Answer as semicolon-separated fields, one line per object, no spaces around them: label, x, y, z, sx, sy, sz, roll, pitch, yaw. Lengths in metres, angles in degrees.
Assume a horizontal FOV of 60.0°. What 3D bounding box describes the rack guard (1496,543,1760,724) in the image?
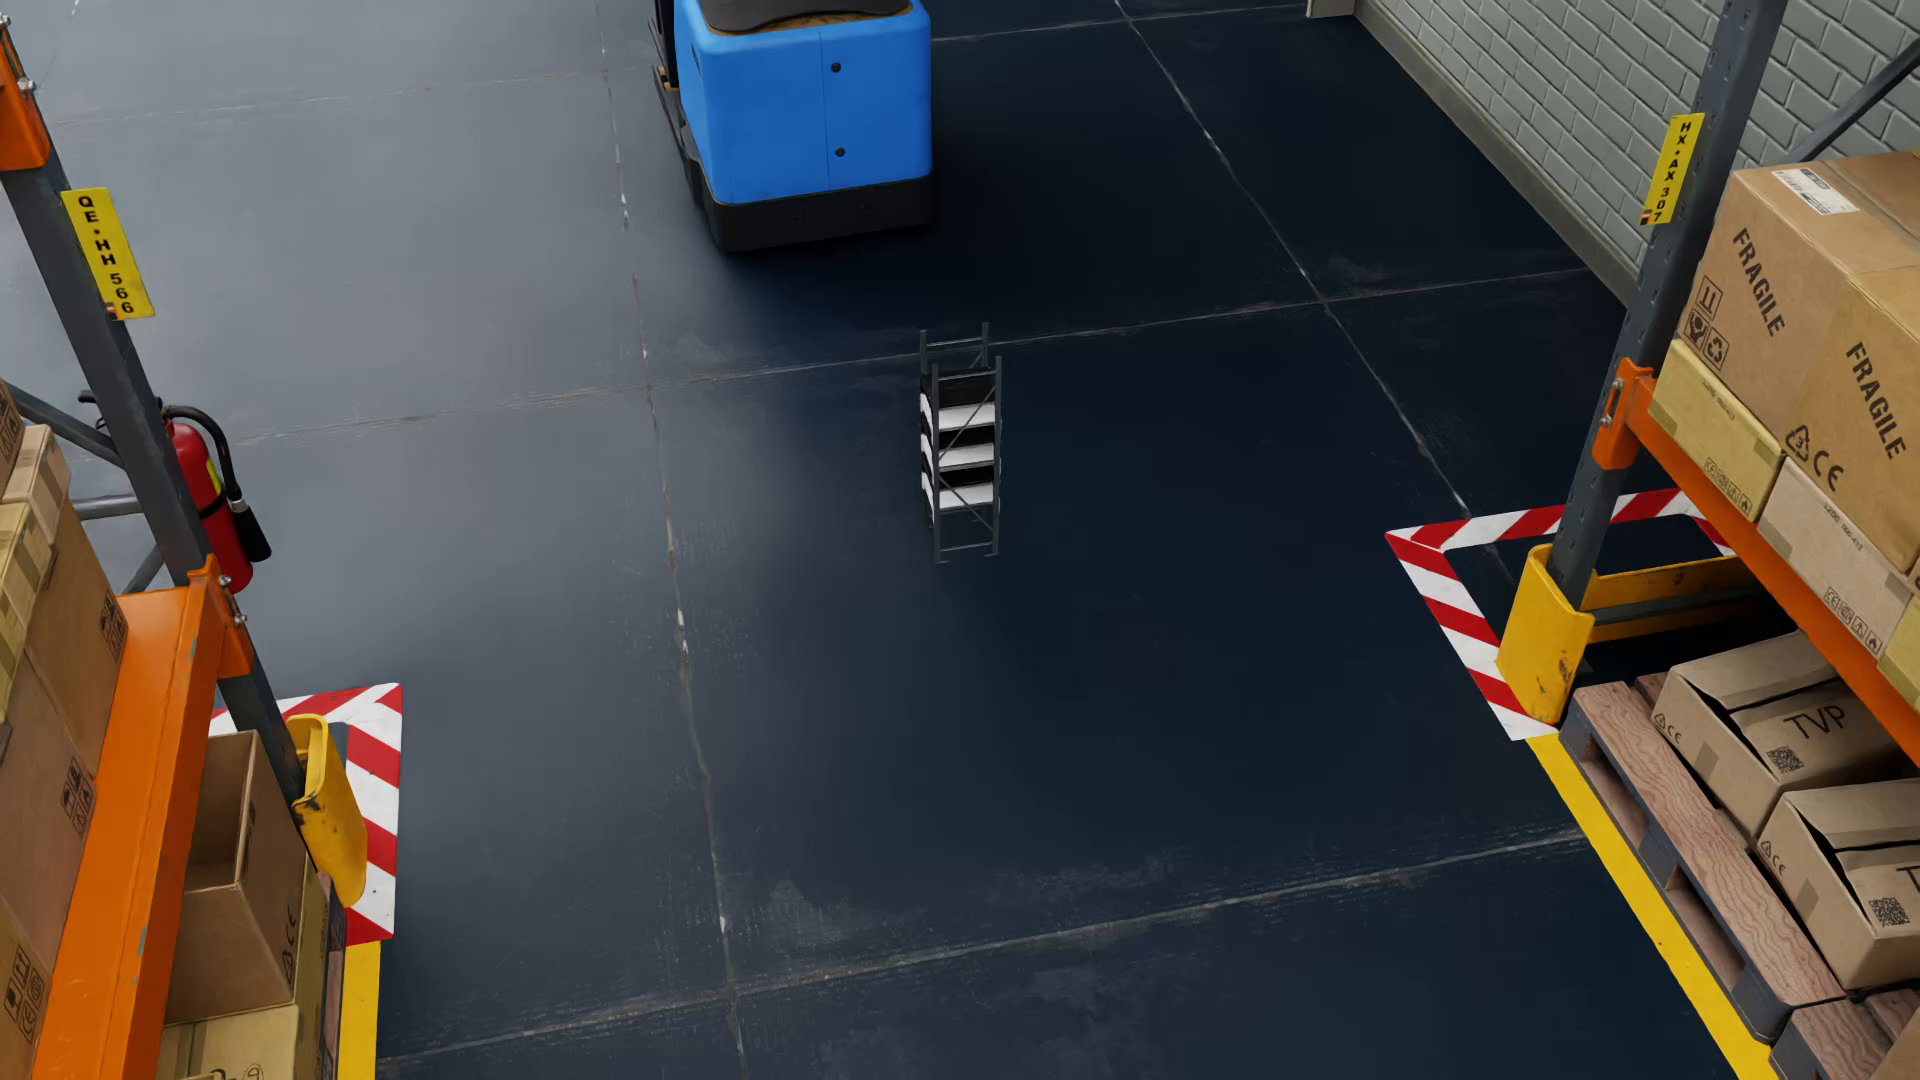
rack guard;2.454;0.240;5.603;1.175;0.500;0.348;-8;42;-9

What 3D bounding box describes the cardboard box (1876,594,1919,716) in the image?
cardboard box;2.463;0.332;3.714;0.500;0.250;0.500;-9;42;-10

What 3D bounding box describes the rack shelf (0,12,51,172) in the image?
rack shelf;-1.967;0.412;1.809;1.077;0.370;4.000;-8;42;-9

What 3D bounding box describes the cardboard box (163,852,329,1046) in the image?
cardboard box;-1.995;1.145;4.456;0.500;0.250;0.500;-8;42;-9

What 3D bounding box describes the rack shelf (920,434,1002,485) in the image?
rack shelf;0.002;-0.306;5.967;0.258;0.077;0.200;-8;42;-9

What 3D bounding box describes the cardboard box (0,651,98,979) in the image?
cardboard box;-2.193;0.575;3.267;0.700;0.500;0.500;-7;42;-8

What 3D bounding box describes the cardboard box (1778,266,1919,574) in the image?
cardboard box;2.344;-0.301;3.863;0.500;0.500;0.500;-8;42;-9

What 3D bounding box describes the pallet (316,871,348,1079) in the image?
pallet;-2.193;1.501;4.400;1.003;0.211;1.213;-8;42;-9

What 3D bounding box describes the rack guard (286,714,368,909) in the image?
rack guard;-2.404;0.888;4.873;1.175;0.500;0.348;-8;42;-9

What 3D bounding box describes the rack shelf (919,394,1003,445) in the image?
rack shelf;0.002;-0.441;5.848;0.258;0.077;0.200;-8;42;-9

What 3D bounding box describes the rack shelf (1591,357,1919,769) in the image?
rack shelf;2.869;0.822;3.607;1.077;0.370;4.000;-8;42;-9

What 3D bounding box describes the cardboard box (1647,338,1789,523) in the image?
cardboard box;2.232;-0.333;4.464;0.500;0.250;0.500;-9;42;-11

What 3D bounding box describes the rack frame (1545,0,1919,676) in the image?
rack frame;2.437;-0.744;4.828;1.000;3.000;0.127;-8;42;-9

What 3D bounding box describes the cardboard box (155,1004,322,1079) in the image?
cardboard box;-1.875;1.467;4.092;0.500;0.250;0.500;-8;42;-9

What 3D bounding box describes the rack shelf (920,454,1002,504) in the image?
rack shelf;0.002;-0.239;6.027;0.258;0.077;0.200;-8;42;-9

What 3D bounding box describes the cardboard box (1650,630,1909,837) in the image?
cardboard box;2.499;0.559;5.055;0.500;0.311;0.500;-13;43;-14

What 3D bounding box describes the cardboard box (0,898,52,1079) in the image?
cardboard box;-2.091;0.898;2.904;0.700;0.500;0.500;-8;42;-9

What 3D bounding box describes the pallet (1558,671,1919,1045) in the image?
pallet;2.594;0.880;5.100;1.003;0.211;1.213;-8;42;-9

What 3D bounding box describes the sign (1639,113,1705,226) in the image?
sign;1.907;-0.990;4.453;0.100;0.325;0.005;-8;42;-9

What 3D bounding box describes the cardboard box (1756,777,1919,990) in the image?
cardboard box;2.622;0.928;4.639;0.500;0.311;0.500;-5;42;-6

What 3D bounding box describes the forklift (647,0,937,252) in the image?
forklift;-1.012;-3.411;7.884;1.130;2.935;3.031;-11;43;-12

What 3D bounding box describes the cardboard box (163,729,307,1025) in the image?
cardboard box;-1.993;0.864;4.207;0.500;0.500;0.500;-8;42;-9

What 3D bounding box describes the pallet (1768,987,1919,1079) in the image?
pallet;2.854;1.669;4.211;1.003;0.211;1.213;-8;42;-9

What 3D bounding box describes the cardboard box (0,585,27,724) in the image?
cardboard box;-2.017;0.244;3.152;0.380;0.149;0.250;-9;42;-10

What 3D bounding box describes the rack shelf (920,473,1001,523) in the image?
rack shelf;0.002;-0.172;6.087;0.258;0.077;0.200;-8;42;-9

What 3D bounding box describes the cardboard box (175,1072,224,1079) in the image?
cardboard box;-1.762;1.510;3.479;0.500;0.500;0.500;-8;42;-9

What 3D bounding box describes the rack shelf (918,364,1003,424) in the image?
rack shelf;0.002;-0.508;5.788;0.258;0.077;0.200;-8;42;-9

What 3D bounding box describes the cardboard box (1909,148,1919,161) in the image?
cardboard box;2.746;-0.701;4.313;0.500;0.500;0.500;-9;42;-10

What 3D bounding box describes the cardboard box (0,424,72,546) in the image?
cardboard box;-2.130;-0.091;3.529;0.380;0.149;0.250;-9;42;-10

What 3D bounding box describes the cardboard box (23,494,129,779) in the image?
cardboard box;-2.311;0.235;3.650;0.700;0.500;0.500;-8;42;-9

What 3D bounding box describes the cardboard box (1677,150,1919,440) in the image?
cardboard box;2.247;-0.623;4.226;0.500;0.500;0.500;-8;42;-9

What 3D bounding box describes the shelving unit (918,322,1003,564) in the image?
shelving unit;0.002;-0.331;5.945;0.258;0.900;0.210;-8;42;-9

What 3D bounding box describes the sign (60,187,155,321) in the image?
sign;-1.866;-0.622;3.641;0.100;0.325;0.005;-8;42;-9

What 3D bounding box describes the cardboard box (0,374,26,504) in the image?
cardboard box;-2.299;-0.215;3.181;0.700;0.500;0.500;-8;42;-9

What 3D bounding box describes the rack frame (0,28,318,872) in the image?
rack frame;-2.399;-0.032;4.026;1.000;3.000;0.127;-8;42;-9

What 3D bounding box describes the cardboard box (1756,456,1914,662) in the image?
cardboard box;2.358;0.001;4.087;0.500;0.250;0.500;-10;42;-11

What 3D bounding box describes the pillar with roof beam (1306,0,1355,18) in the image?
pillar with roof beam;-2.066;-5.930;6.152;9.100;9.000;0.400;-8;42;-9

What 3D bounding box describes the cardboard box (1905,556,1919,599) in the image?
cardboard box;2.449;0.034;3.485;0.500;0.500;0.500;-10;42;-11

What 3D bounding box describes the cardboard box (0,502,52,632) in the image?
cardboard box;-2.073;0.078;3.338;0.380;0.149;0.250;-7;42;-8

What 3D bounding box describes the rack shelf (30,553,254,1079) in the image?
rack shelf;-1.967;1.534;2.804;1.077;0.370;4.000;-8;42;-9

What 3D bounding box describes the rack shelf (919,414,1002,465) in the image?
rack shelf;0.002;-0.374;5.908;0.258;0.077;0.200;-8;42;-9

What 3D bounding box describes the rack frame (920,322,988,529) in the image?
rack frame;-0.020;-0.397;6.020;0.240;0.900;0.006;-8;42;-9

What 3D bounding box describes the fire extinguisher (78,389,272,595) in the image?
fire extinguisher;-1.971;-0.146;4.213;0.296;0.674;0.183;-8;42;-9

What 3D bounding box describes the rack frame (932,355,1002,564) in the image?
rack frame;0.024;-0.265;5.871;0.240;0.900;0.006;-8;42;-9
